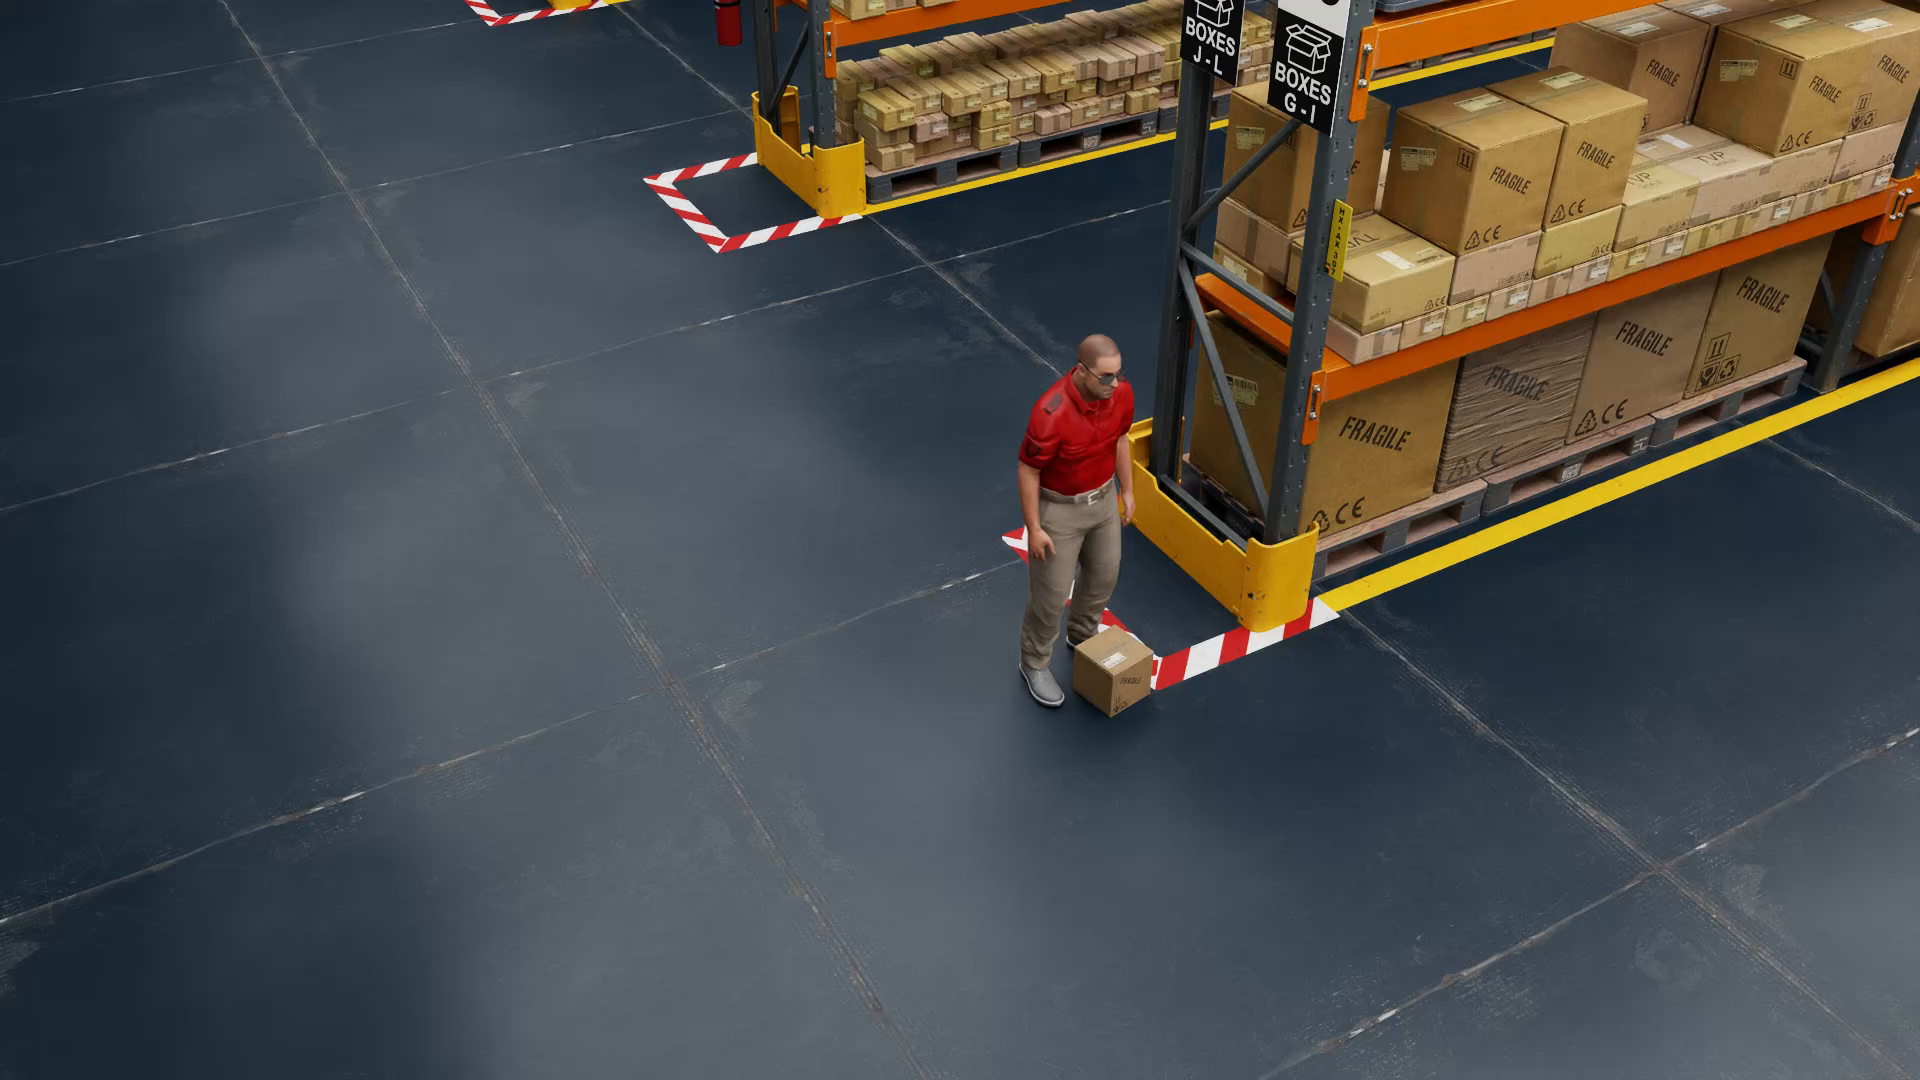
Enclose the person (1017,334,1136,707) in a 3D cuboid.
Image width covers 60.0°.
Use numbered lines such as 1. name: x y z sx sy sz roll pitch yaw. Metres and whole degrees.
1. person: 0.506 -0.124 7.106 0.587 1.727 0.398 -24 43 -29
